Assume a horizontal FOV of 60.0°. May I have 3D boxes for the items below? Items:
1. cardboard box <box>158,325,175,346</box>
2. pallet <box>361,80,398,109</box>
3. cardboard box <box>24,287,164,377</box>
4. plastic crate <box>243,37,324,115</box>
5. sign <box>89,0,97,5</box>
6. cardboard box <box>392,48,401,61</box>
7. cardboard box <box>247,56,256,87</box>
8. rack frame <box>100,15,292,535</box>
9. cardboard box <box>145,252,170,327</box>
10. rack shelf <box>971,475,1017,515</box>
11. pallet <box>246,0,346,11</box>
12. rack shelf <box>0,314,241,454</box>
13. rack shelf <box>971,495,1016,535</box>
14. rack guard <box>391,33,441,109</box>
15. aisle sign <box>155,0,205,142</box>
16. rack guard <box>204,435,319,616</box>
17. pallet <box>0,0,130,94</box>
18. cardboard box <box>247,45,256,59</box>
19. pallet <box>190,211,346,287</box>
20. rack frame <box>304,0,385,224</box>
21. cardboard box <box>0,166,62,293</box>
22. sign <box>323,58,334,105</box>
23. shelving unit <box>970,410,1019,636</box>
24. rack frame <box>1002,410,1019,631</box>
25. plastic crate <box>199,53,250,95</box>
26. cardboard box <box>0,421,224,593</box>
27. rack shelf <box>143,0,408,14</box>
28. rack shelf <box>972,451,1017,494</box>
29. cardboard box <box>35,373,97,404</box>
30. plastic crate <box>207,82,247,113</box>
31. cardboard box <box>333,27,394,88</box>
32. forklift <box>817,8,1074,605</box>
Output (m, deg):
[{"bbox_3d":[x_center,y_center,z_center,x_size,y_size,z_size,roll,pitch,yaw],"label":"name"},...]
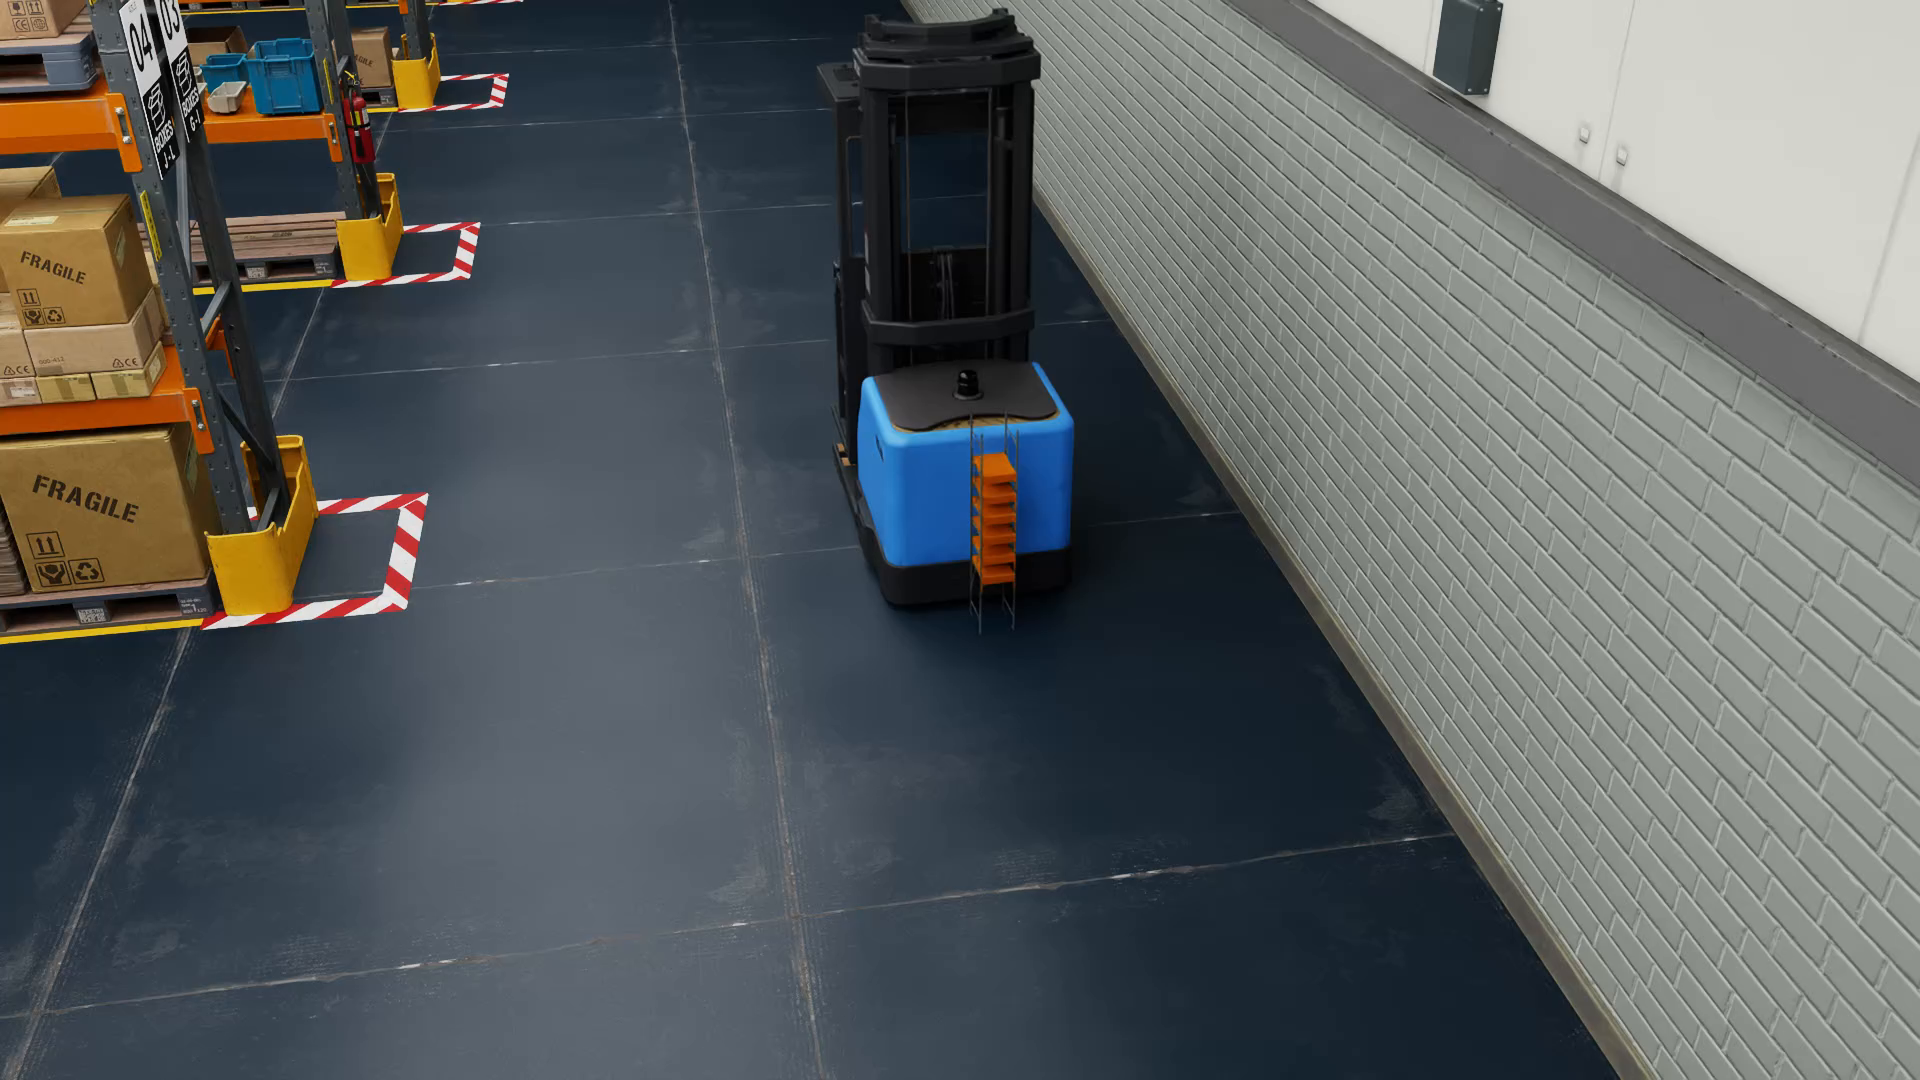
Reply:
[{"bbox_3d":[-4.371,-1.201,9.081,0.250,0.149,0.380,-5,31,-8],"label":"cardboard box"},{"bbox_3d":[-6.602,-4.834,17.763,1.213,0.211,1.003,-5,31,-9],"label":"pallet"},{"bbox_3d":[-4.391,-1.064,8.455,0.500,0.250,0.500,-6,31,-10],"label":"cardboard box"},{"bbox_3d":[-5.150,-3.564,12.758,0.499,0.435,0.616,-5,31,-9],"label":"plastic crate"},{"bbox_3d":[-3.878,-2.546,7.365,0.005,0.325,0.100,-5,31,-9],"label":"sign"},{"bbox_3d":[-6.217,-5.210,18.030,0.250,0.149,0.380,-5,31,-9],"label":"cardboard box"},{"bbox_3d":[-7.173,-4.877,17.363,0.500,0.250,0.500,-5,31,-9],"label":"cardboard box"},{"bbox_3d":[-3.962,-1.177,8.792,0.127,3.000,1.000,-5,31,-9],"label":"rack frame"},{"bbox_3d":[-4.483,-1.331,8.909,0.500,0.250,0.500,-6,31,-10],"label":"cardboard box"},{"bbox_3d":[0.173,-0.245,8.598,0.180,0.103,0.258,-7,31,-12],"label":"rack shelf"},{"bbox_3d":[-8.609,-7.162,21.722,1.213,0.211,1.003,-5,31,-9],"label":"pallet"},{"bbox_3d":[-5.930,-0.684,8.664,4.000,0.370,1.077,-5,31,-9],"label":"rack shelf"},{"bbox_3d":[0.173,-0.142,8.659,0.180,0.103,0.258,-7,31,-12],"label":"rack shelf"},{"bbox_3d":[-5.818,-5.032,17.815,0.348,0.500,1.175,-5,31,-9],"label":"rack guard"},{"bbox_3d":[-3.946,-2.454,8.399,0.004,0.787,0.394,-5,31,-9],"label":"aisle sign"},{"bbox_3d":[-3.939,-0.102,9.430,0.348,0.500,1.175,-5,31,-9],"label":"rack guard"},{"bbox_3d":[-4.690,-2.359,7.930,1.213,0.211,1.003,-5,31,-9],"label":"pallet"},{"bbox_3d":[-7.313,-5.121,17.779,0.500,0.250,0.500,-5,31,-9],"label":"cardboard box"},{"bbox_3d":[-5.673,-2.388,13.604,1.213,0.211,1.003,-5,31,-9],"label":"pallet"},{"bbox_3d":[-4.855,-3.646,12.992,0.127,3.000,1.000,-5,31,-9],"label":"rack frame"},{"bbox_3d":[-4.975,-1.609,8.642,0.500,0.500,0.500,-6,31,-10],"label":"cardboard box"},{"bbox_3d":[-4.739,-3.444,12.487,0.005,0.325,0.100,-5,31,-9],"label":"sign"},{"bbox_3d":[0.173,-0.077,8.697,0.189,1.200,0.258,-7,31,-12],"label":"shelving unit"},{"bbox_3d":[0.262,-0.088,8.715,0.006,1.200,0.240,-7,31,-12],"label":"rack frame"},{"bbox_3d":[-5.804,-3.682,13.158,0.300,0.233,0.416,-5,31,-9],"label":"plastic crate"},{"bbox_3d":[-4.578,-0.344,9.057,0.875,0.875,0.875,-5,31,-9],"label":"cardboard box"},{"bbox_3d":[-7.710,-5.624,17.065,4.000,0.370,1.077,-5,31,-9],"label":"rack shelf"},{"bbox_3d":[0.173,-0.349,8.537,0.180,0.103,0.258,-7,31,-12],"label":"rack shelf"},{"bbox_3d":[-4.509,-0.847,8.480,0.250,0.149,0.380,-5,31,-8],"label":"cardboard box"},{"bbox_3d":[-5.624,-3.394,12.764,0.243,0.136,0.396,-5,31,-9],"label":"plastic crate"},{"bbox_3d":[-6.233,-5.056,17.422,0.500,0.500,0.500,-5,31,-9],"label":"cardboard box"},{"bbox_3d":[-0.190,-1.644,9.654,1.130,2.935,3.031,-6,31,-10],"label":"forklift"}]
